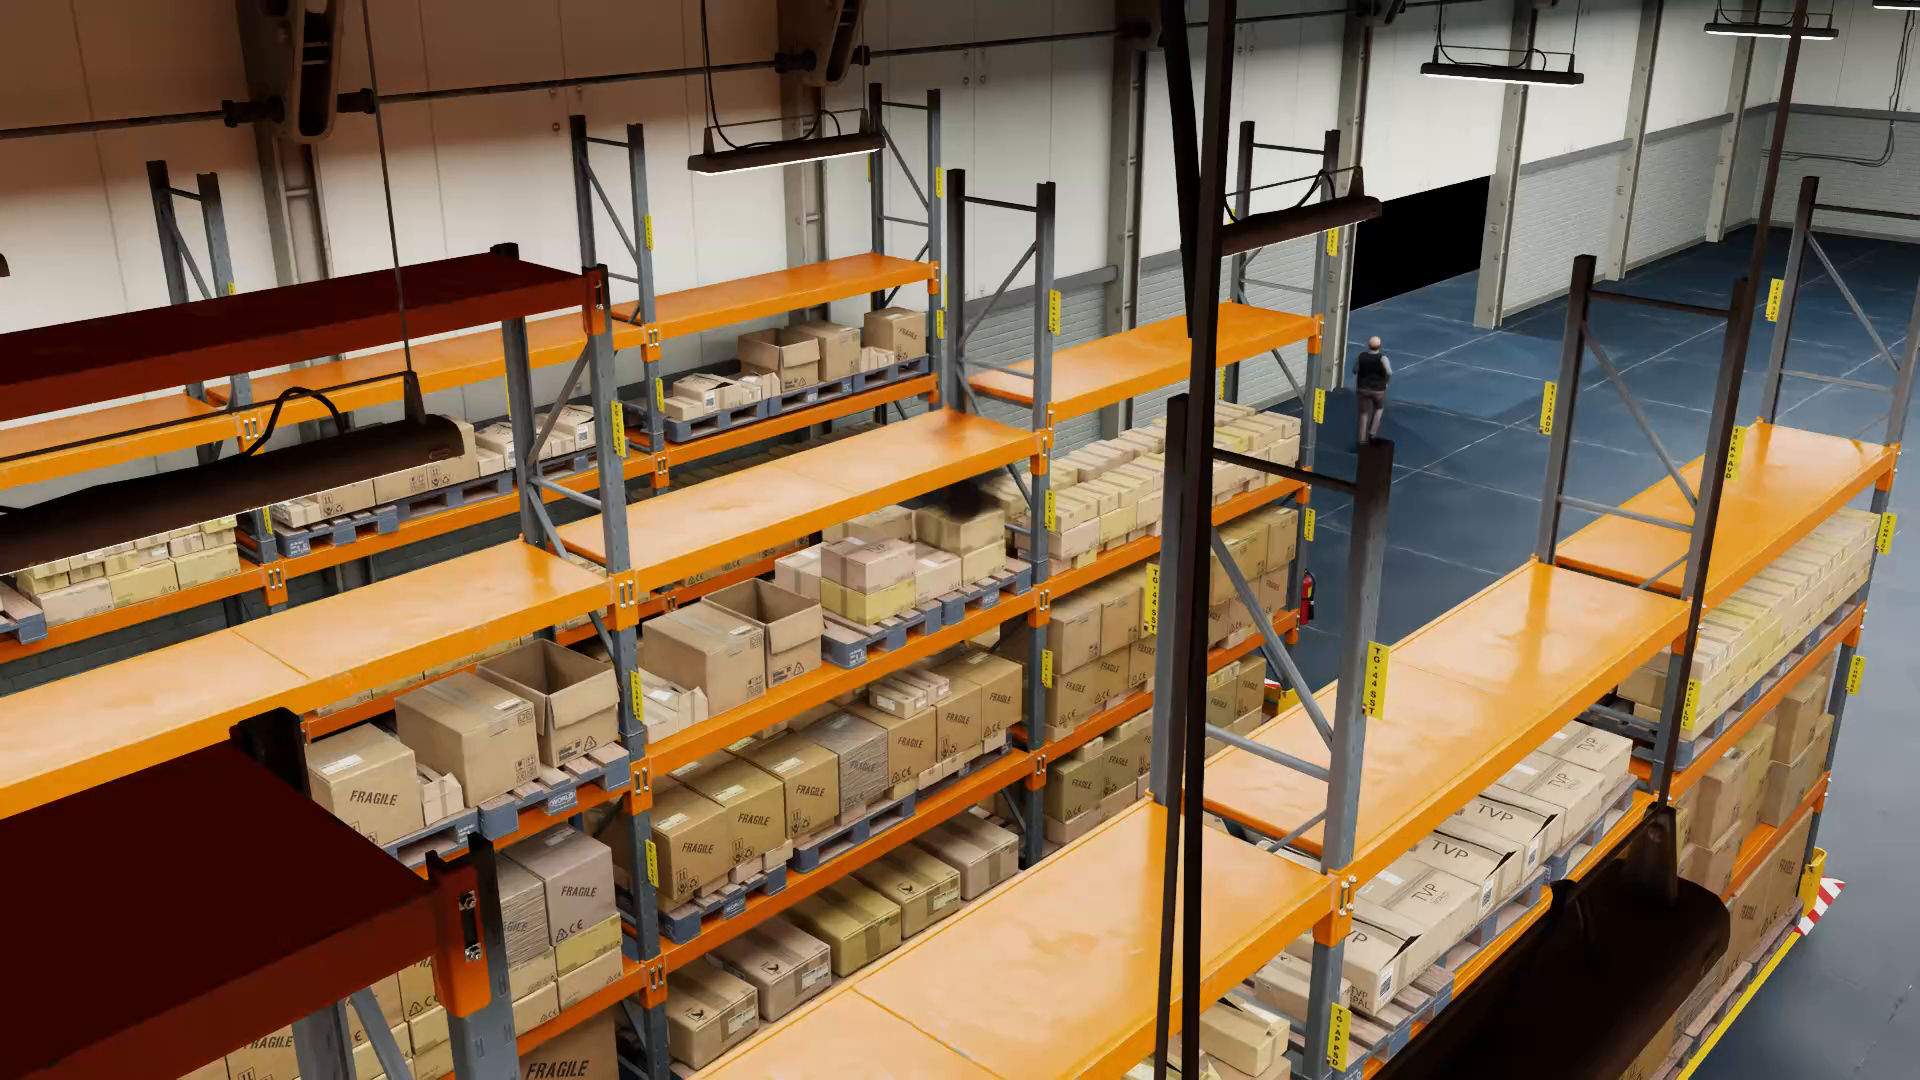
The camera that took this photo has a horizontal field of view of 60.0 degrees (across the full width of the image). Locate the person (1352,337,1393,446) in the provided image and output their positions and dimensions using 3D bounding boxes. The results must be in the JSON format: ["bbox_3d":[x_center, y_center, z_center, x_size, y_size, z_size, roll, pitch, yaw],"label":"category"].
[{"bbox_3d":[6.302,-2.258,25.486,0.637,1.773,0.715,8,23,19],"label":"person"}]
